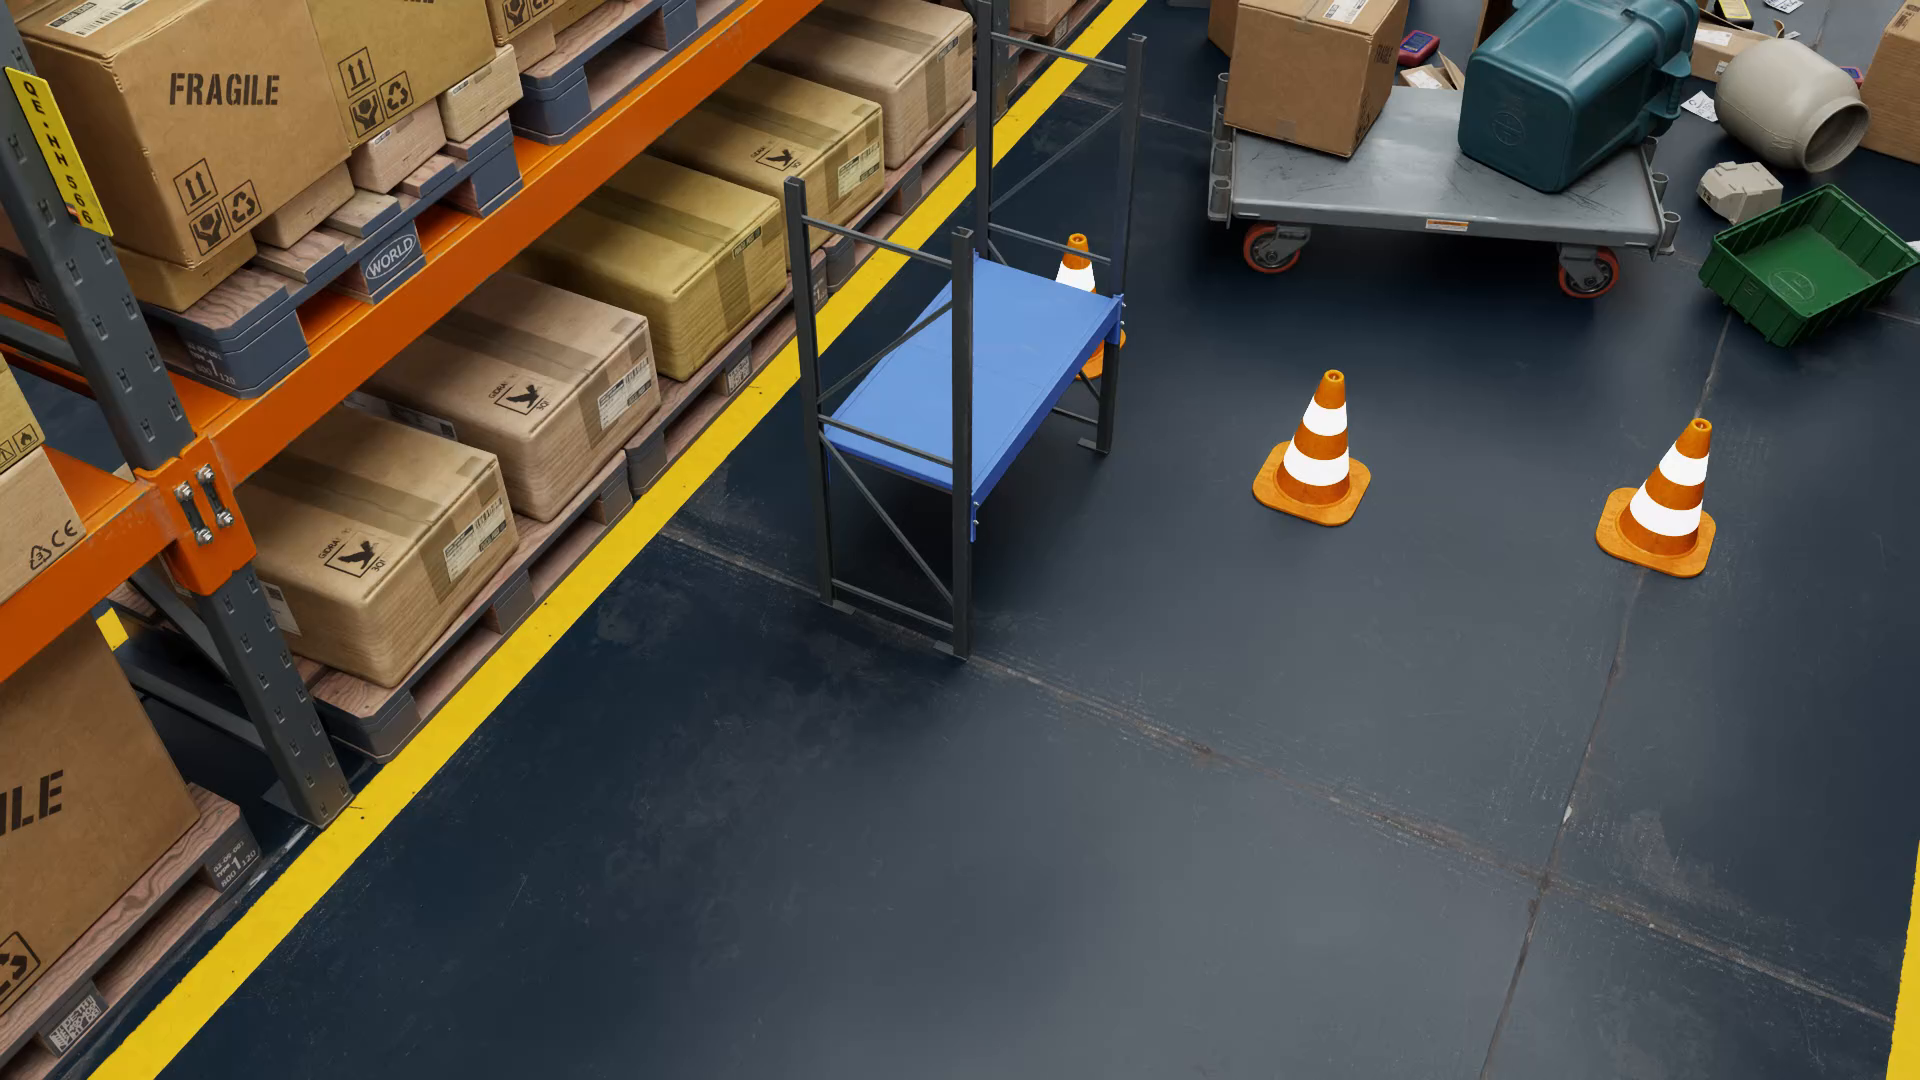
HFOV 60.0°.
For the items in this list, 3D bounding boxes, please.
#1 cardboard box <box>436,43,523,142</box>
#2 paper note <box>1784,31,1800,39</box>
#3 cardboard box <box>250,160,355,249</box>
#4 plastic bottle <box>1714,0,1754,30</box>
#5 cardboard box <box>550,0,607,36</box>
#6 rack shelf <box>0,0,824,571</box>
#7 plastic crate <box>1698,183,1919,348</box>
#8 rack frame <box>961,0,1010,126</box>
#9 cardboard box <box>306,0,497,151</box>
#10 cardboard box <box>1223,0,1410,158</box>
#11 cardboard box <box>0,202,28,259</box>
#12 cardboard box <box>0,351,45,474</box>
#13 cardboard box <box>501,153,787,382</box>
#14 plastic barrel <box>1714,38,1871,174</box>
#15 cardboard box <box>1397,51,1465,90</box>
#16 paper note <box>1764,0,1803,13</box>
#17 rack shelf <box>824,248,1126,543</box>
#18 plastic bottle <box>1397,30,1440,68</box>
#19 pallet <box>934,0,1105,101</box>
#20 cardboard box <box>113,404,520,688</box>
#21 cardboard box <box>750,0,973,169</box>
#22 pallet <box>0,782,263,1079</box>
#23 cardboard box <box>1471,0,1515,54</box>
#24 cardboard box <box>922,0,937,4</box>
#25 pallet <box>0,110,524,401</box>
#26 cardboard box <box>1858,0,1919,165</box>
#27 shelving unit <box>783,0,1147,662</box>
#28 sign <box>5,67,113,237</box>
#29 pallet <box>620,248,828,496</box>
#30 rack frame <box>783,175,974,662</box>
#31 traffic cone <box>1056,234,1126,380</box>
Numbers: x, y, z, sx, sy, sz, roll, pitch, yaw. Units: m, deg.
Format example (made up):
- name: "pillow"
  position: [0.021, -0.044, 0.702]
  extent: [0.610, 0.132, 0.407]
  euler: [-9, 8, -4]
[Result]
- name: "cardboard box"
  position: [-1.335, -1.167, 4.175]
  extent: [0.380, 0.149, 0.250]
  euler: [21, 49, 19]
- name: "paper note"
  position: [3.730, -2.267, 7.483]
  extent: [0.123, 0.001, 0.032]
  euler: [-24, 50, -22]
- name: "cardboard box"
  position: [-1.648, -0.843, 3.856]
  extent: [0.380, 0.149, 0.250]
  euler: [18, 48, 17]
- name: "plastic bottle"
  position: [3.520, -2.369, 7.548]
  extent: [0.133, 0.061, 0.283]
  euler: [5, 46, 5]
- name: "cardboard box"
  position: [-1.195, -1.535, 4.540]
  extent: [0.380, 0.149, 0.250]
  euler: [22, 49, 21]
- name: "rack shelf"
  position: [-1.197, -1.480, 5.110]
  extent: [1.077, 0.370, 4.000]
  euler: [20, 49, 19]
- name: "plastic crate"
  position: [3.083, -0.996, 6.062]
  extent: [0.662, 0.188, 0.450]
  euler: [-24, 60, -22]
- name: "rack frame"
  position: [-0.268, -2.993, 6.099]
  extent: [1.000, 3.000, 0.127]
  euler: [20, 49, 19]
- name: "cardboard box"
  position: [-1.475, -1.298, 3.850]
  extent: [0.500, 0.500, 0.500]
  euler: [23, 50, 21]
- name: "cardboard box"
  position: [1.322, -1.812, 6.157]
  extent: [0.500, 0.500, 0.500]
  euler: [20, 49, 19]
- name: "cardboard box"
  position: [-2.181, -0.817, 3.830]
  extent: [0.380, 0.149, 0.250]
  euler: [22, 49, 20]
- name: "cardboard box"
  position: [-2.125, -0.207, 3.100]
  extent: [0.500, 0.250, 0.500]
  euler: [20, 49, 19]
- name: "cardboard box"
  position: [-1.161, -0.993, 5.675]
  extent: [0.950, 0.372, 0.625]
  euler: [22, 49, 20]
- name: "plastic barrel"
  position: [3.331, -1.738, 6.670]
  extent: [0.421, 0.421, 0.512]
  euler: [-16, 48, -15]
- name: "cardboard box"
  position: [2.011, -1.837, 6.879]
  extent: [0.258, 0.266, 0.396]
  euler: [-9, 46, -9]
- name: "paper note"
  position: [3.808, -2.497, 7.698]
  extent: [0.142, 0.017, 0.144]
  euler: [-33, 54, -28]
- name: "rack shelf"
  position: [0.040, -0.455, 4.898]
  extent: [0.538, 0.185, 1.000]
  euler: [20, 49, 19]
- name: "plastic bottle"
  position: [1.992, -2.154, 7.336]
  extent: [0.133, 0.061, 0.283]
  euler: [29, 52, 25]
- name: "pallet"
  position: [0.012, -2.448, 7.521]
  extent: [1.003, 0.211, 1.213]
  euler: [20, 49, 19]
- name: "cardboard box"
  position: [-1.854, -0.050, 4.743]
  extent: [0.950, 0.372, 0.625]
  euler: [17, 48, 16]
- name: "cardboard box"
  position: [-0.509, -1.886, 6.557]
  extent: [0.950, 0.372, 0.625]
  euler: [21, 49, 20]
- name: "pallet"
  position: [-2.558, 0.979, 4.134]
  extent: [1.003, 0.211, 1.213]
  euler: [20, 49, 19]
- name: "cardboard box"
  position: [2.589, -2.149, 6.925]
  extent: [0.797, 0.637, 0.503]
  euler: [20, 49, 19]
- name: "cardboard box"
  position: [-0.232, -2.635, 7.384]
  extent: [0.500, 0.250, 0.500]
  euler: [23, 50, 21]
- name: "pallet"
  position: [-1.889, -0.890, 4.156]
  extent: [1.213, 0.211, 1.003]
  euler: [20, 49, 19]
- name: "cardboard box"
  position: [3.975, -1.861, 6.736]
  extent: [0.500, 0.500, 0.500]
  euler: [29, 52, 25]
- name: "shelving unit"
  position: [0.040, -0.581, 4.770]
  extent: [0.538, 1.500, 1.048]
  euler: [20, 49, 19]
- name: "sign"
  position: [-1.632, -0.699, 3.018]
  extent: [0.100, 0.325, 0.005]
  euler: [20, 49, 19]
- name: "pallet"
  position: [-1.193, -0.751, 5.843]
  extent: [1.003, 0.211, 1.213]
  euler: [20, 49, 19]
- name: "rack frame"
  position: [-0.196, -0.261, 4.453]
  extent: [0.500, 1.500, 0.032]
  euler: [20, 49, 19]
- name: "traffic cone"
  position: [0.396, -0.858, 5.773]
  extent: [0.336, 0.463, 0.334]
  euler: [20, 49, 19]
